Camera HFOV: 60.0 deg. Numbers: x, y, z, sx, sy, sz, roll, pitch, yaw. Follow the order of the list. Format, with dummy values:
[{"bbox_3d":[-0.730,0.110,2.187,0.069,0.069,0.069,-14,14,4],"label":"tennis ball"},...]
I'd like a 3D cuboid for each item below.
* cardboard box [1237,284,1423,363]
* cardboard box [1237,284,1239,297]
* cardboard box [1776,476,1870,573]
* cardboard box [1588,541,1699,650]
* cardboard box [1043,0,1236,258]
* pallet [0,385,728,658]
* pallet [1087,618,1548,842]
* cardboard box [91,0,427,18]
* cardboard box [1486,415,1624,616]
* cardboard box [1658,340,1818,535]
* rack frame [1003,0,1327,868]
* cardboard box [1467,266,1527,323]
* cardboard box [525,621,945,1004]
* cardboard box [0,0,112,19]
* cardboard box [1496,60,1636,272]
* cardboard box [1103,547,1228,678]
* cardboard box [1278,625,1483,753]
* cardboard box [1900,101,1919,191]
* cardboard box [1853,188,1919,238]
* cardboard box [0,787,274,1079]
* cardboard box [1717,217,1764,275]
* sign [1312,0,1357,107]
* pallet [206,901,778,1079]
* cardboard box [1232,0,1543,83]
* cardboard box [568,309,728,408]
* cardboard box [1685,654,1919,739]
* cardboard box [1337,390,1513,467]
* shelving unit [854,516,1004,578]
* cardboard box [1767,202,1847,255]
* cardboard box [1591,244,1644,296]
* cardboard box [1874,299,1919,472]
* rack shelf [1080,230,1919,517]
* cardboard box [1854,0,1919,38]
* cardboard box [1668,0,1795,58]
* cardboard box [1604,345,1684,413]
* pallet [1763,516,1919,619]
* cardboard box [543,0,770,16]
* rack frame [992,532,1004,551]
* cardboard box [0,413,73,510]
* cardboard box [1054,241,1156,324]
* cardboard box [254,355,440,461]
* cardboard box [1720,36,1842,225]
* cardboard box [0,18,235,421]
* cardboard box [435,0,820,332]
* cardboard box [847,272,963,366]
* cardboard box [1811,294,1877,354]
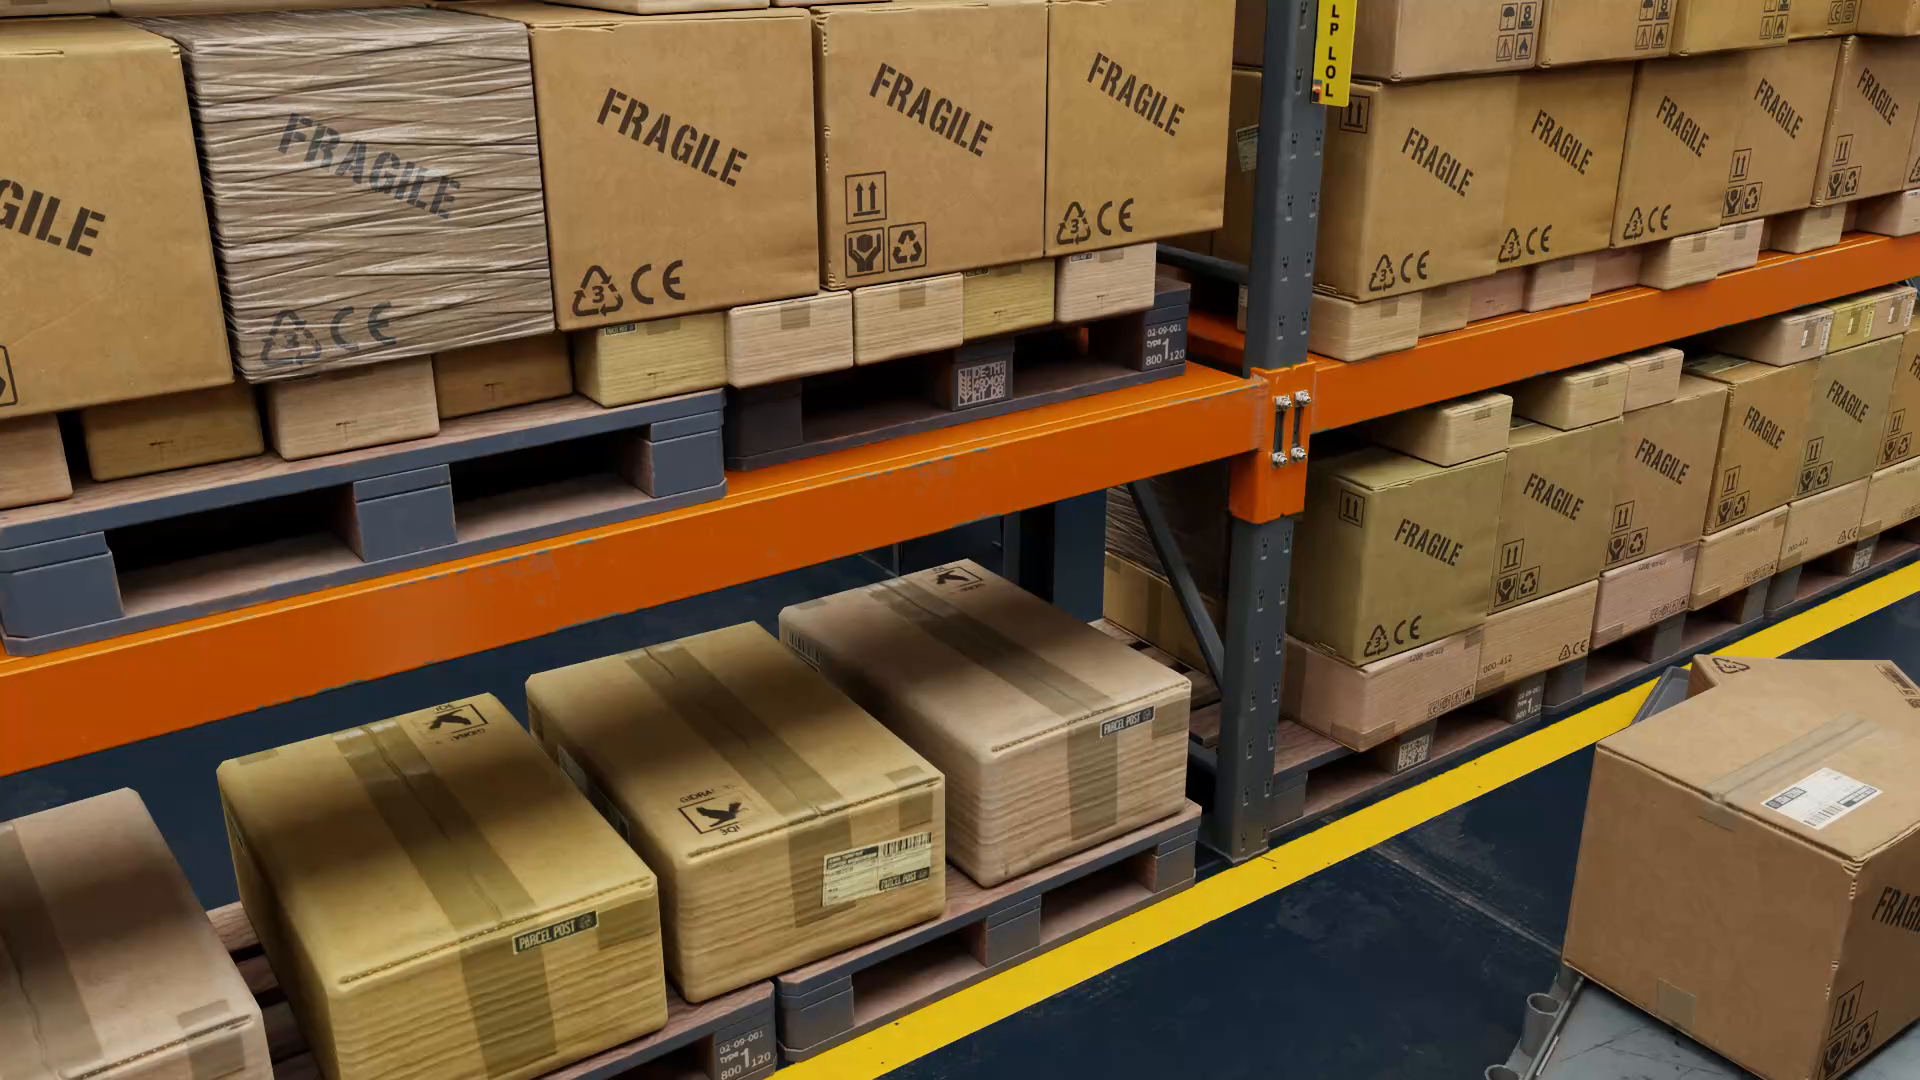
[{"bbox_3d":[0.908,-0.568,4.111,0.250,0.149,0.380,-15,26,-33],"label":"cardboard box"},{"bbox_3d":[0.746,-0.814,4.727,0.250,0.149,0.380,-14,26,-32],"label":"cardboard box"},{"bbox_3d":[2.788,-0.131,5.821,0.500,0.250,0.500,-15,26,-33],"label":"cardboard box"},{"bbox_3d":[1.958,0.088,5.272,0.500,0.250,0.500,-15,26,-34],"label":"cardboard box"},{"bbox_3d":[0.224,-0.924,3.561,0.500,0.500,0.500,-15,26,-34],"label":"cardboard box"},{"bbox_3d":[-1.199,-0.199,3.106,1.213,0.211,1.003,-15,26,-33],"label":"pallet"},{"bbox_3d":[0.990,0.426,5.044,1.213,0.211,1.003,-15,26,-33],"label":"pallet"},{"bbox_3d":[-1.309,-0.751,3.129,0.500,0.500,0.500,-16,27,-35],"label":"cardboard box"},{"bbox_3d":[1.529,-0.145,4.844,0.500,0.500,0.500,-14,26,-31],"label":"cardboard box"},{"bbox_3d":[2.379,-0.372,5.413,0.500,0.500,0.500,-16,27,-34],"label":"cardboard box"},{"bbox_3d":[0.465,-0.713,4.136,0.127,3.000,1.000,-15,26,-33],"label":"rack frame"},{"bbox_3d":[1.281,-0.705,4.455,0.250,0.149,0.380,-15,26,-33],"label":"cardboard box"},{"bbox_3d":[-0.541,0.583,3.866,0.625,0.372,0.950,-13,25,-30],"label":"cardboard box"},{"bbox_3d":[-1.619,-0.967,2.794,0.250,0.149,0.380,-16,27,-35],"label":"cardboard box"},{"bbox_3d":[1.379,-1.025,4.380,0.500,0.500,0.500,-15,26,-33],"label":"cardboard box"},{"bbox_3d":[0.788,0.160,5.091,0.500,0.250,0.500,-14,25,-30],"label":"cardboard box"},{"bbox_3d":[1.102,0.323,4.684,0.500,0.250,0.500,-16,27,-35],"label":"cardboard box"},{"bbox_3d":[3.023,-1.456,5.462,0.500,0.500,0.500,-15,26,-33],"label":"cardboard box"},{"bbox_3d":[2.981,-1.115,5.481,0.250,0.149,0.380,-14,26,-32],"label":"cardboard box"},{"bbox_3d":[-1.723,0.897,3.081,0.625,0.372,0.950,-16,27,-34],"label":"cardboard box"},{"bbox_3d":[2.140,-0.905,4.956,0.250,0.149,0.380,-15,26,-33],"label":"cardboard box"},{"bbox_3d":[0.792,-1.085,3.505,0.005,0.325,0.100,-15,26,-33],"label":"sign"},{"bbox_3d":[-1.157,1.017,3.564,1.213,0.211,1.003,-15,26,-33],"label":"pallet"},{"bbox_3d":[0.949,-1.392,3.952,0.500,0.500,0.700,-15,26,-33],"label":"cardboard box"},{"bbox_3d":[-0.628,-0.380,3.075,0.250,0.149,0.380,-15,26,-33],"label":"cardboard box"},{"bbox_3d":[2.130,0.624,4.154,0.500,0.500,0.500,2,22,4],"label":"cardboard box"},{"bbox_3d":[1.238,-0.336,4.447,0.250,0.149,0.380,-14,26,-32],"label":"cardboard box"},{"bbox_3d":[-0.134,-0.939,5.917,0.503,2.100,0.431,-15,26,-33],"label":"shelving unit"},{"bbox_3d":[2.536,-1.019,5.241,0.250,0.149,0.380,-15,26,-33],"label":"cardboard box"},{"bbox_3d":[1.700,-0.815,4.731,0.250,0.149,0.380,-15,26,-33],"label":"cardboard box"},{"bbox_3d":[3.214,-0.593,5.967,0.500,0.500,0.500,-15,26,-33],"label":"cardboard box"},{"bbox_3d":[2.089,-0.812,5.354,4.000,0.370,1.077,-15,26,-33],"label":"rack shelf"},{"bbox_3d":[2.656,-1.803,4.982,0.500,0.500,0.700,-15,26,-33],"label":"cardboard box"},{"bbox_3d":[1.800,-1.596,4.465,0.500,0.500,0.700,-16,27,-34],"label":"cardboard box"},{"bbox_3d":[1.871,-0.507,4.876,0.250,0.149,0.380,-13,25,-30],"label":"cardboard box"},{"bbox_3d":[2.970,-0.102,6.367,1.213,0.211,1.003,-15,26,-33],"label":"pallet"},{"bbox_3d":[-0.538,-1.006,2.893,0.250,0.149,0.380,-16,27,-35],"label":"cardboard box"},{"bbox_3d":[0.064,-0.992,6.050,0.015,2.100,0.400,-15,26,-33],"label":"rack frame"},{"bbox_3d":[-1.526,-0.165,2.536,0.250,0.149,0.380,-13,25,-30],"label":"cardboard box"},{"bbox_3d":[0.209,-0.597,3.617,0.250,0.149,0.380,-14,26,-32],"label":"cardboard box"},{"bbox_3d":[-1.069,-0.275,2.811,0.250,0.149,0.380,-14,26,-31],"label":"cardboard box"},{"bbox_3d":[2.193,-1.245,4.932,0.500,0.500,0.500,-15,26,-32],"label":"cardboard box"},{"bbox_3d":[-1.435,-0.486,2.465,0.500,0.500,0.500,-14,26,-32],"label":"cardboard box"},{"bbox_3d":[-0.600,-0.706,3.015,0.500,0.500,0.500,-14,26,-31],"label":"cardboard box"},{"bbox_3d":[-0.204,-0.479,3.321,0.250,0.149,0.380,-15,26,-34],"label":"cardboard box"},{"bbox_3d":[2.749,-0.741,5.463,0.250,0.149,0.380,-14,26,-32],"label":"cardboard box"}]
